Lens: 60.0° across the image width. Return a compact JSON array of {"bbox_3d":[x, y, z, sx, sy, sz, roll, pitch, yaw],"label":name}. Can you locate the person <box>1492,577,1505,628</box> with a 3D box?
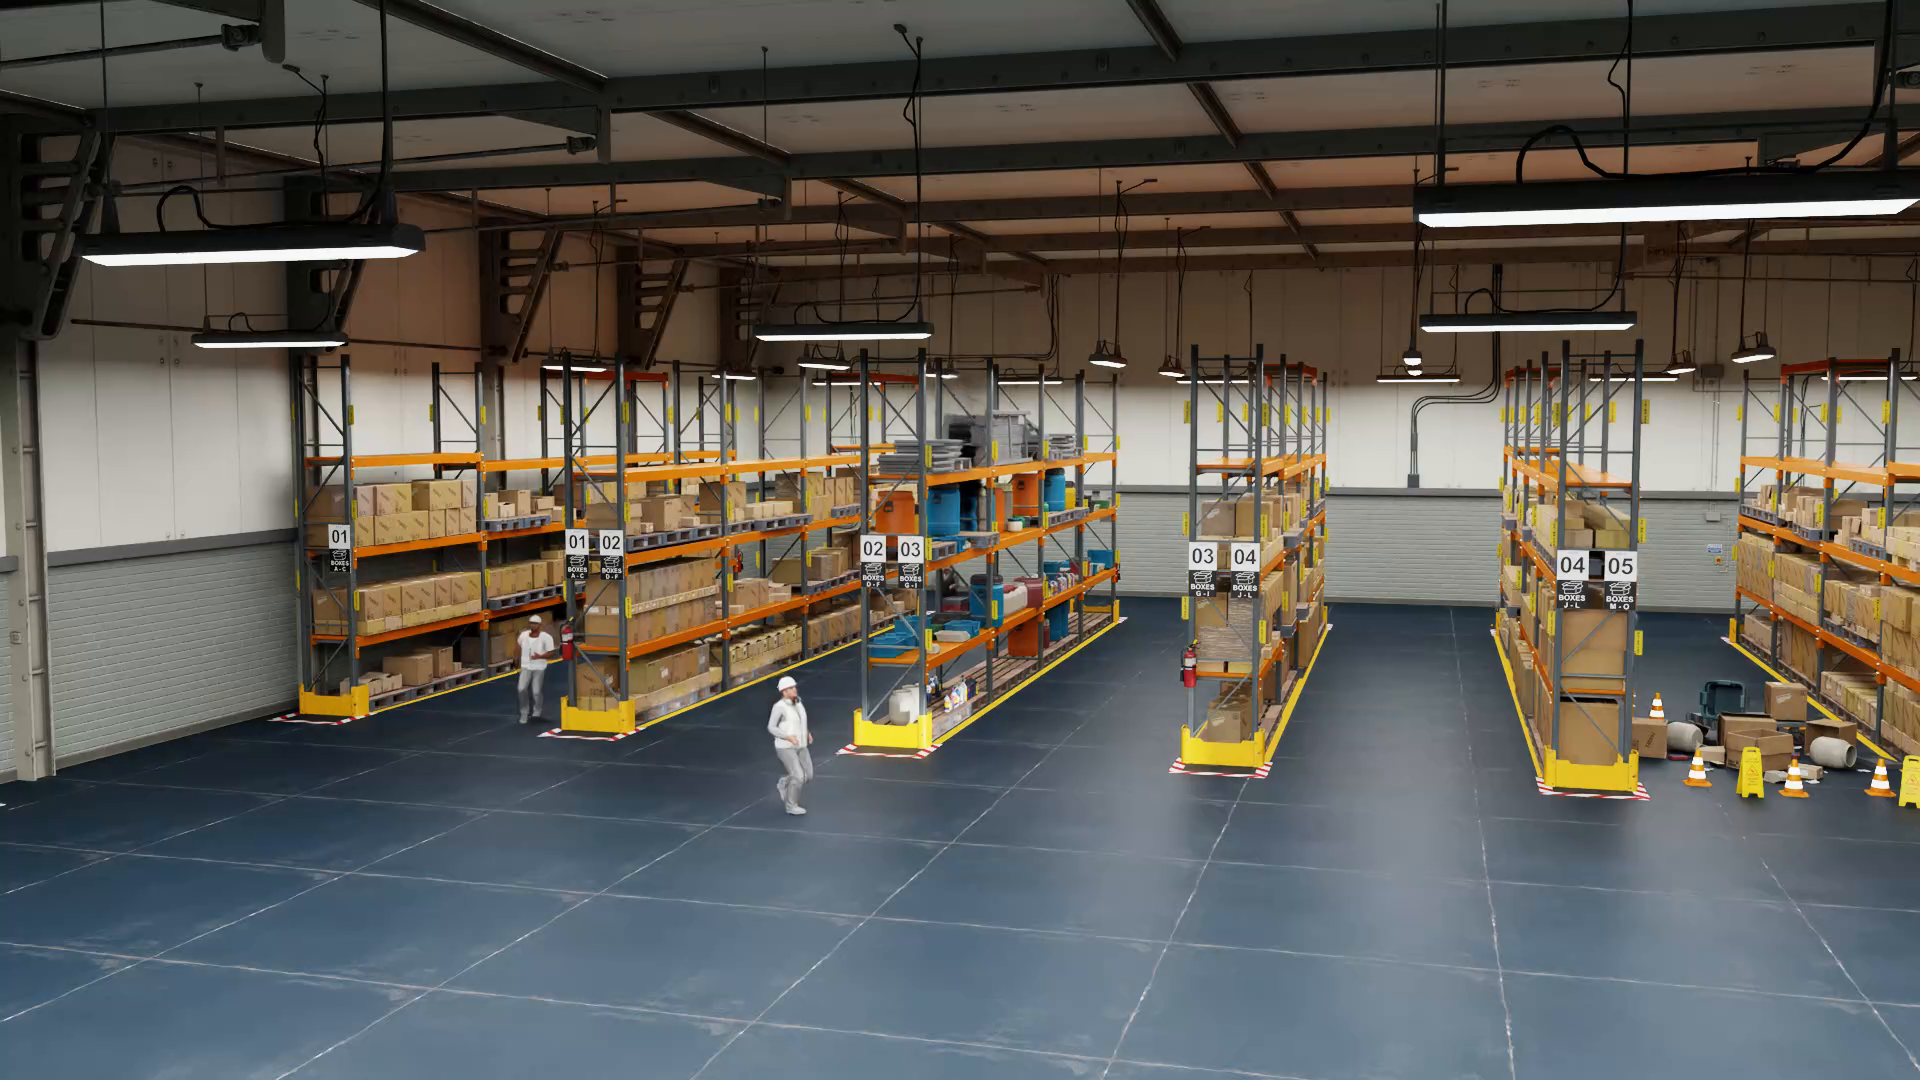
[{"bbox_3d":[12.905,1.232,38.882,0.711,1.781,0.730,0,4,4],"label":"person"}]

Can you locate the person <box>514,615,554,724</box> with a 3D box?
[{"bbox_3d":[-6.947,2.112,27.143,0.681,1.793,0.711,0,4,1],"label":"person"}]

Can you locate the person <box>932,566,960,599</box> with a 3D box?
[{"bbox_3d":[-0.325,1.322,37.794,0.633,1.740,0.728,0,4,0],"label":"person"}]

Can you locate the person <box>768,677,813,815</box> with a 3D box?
[{"bbox_3d":[-2.128,2.575,20.886,0.609,1.722,0.657,3,5,34],"label":"person"}]
